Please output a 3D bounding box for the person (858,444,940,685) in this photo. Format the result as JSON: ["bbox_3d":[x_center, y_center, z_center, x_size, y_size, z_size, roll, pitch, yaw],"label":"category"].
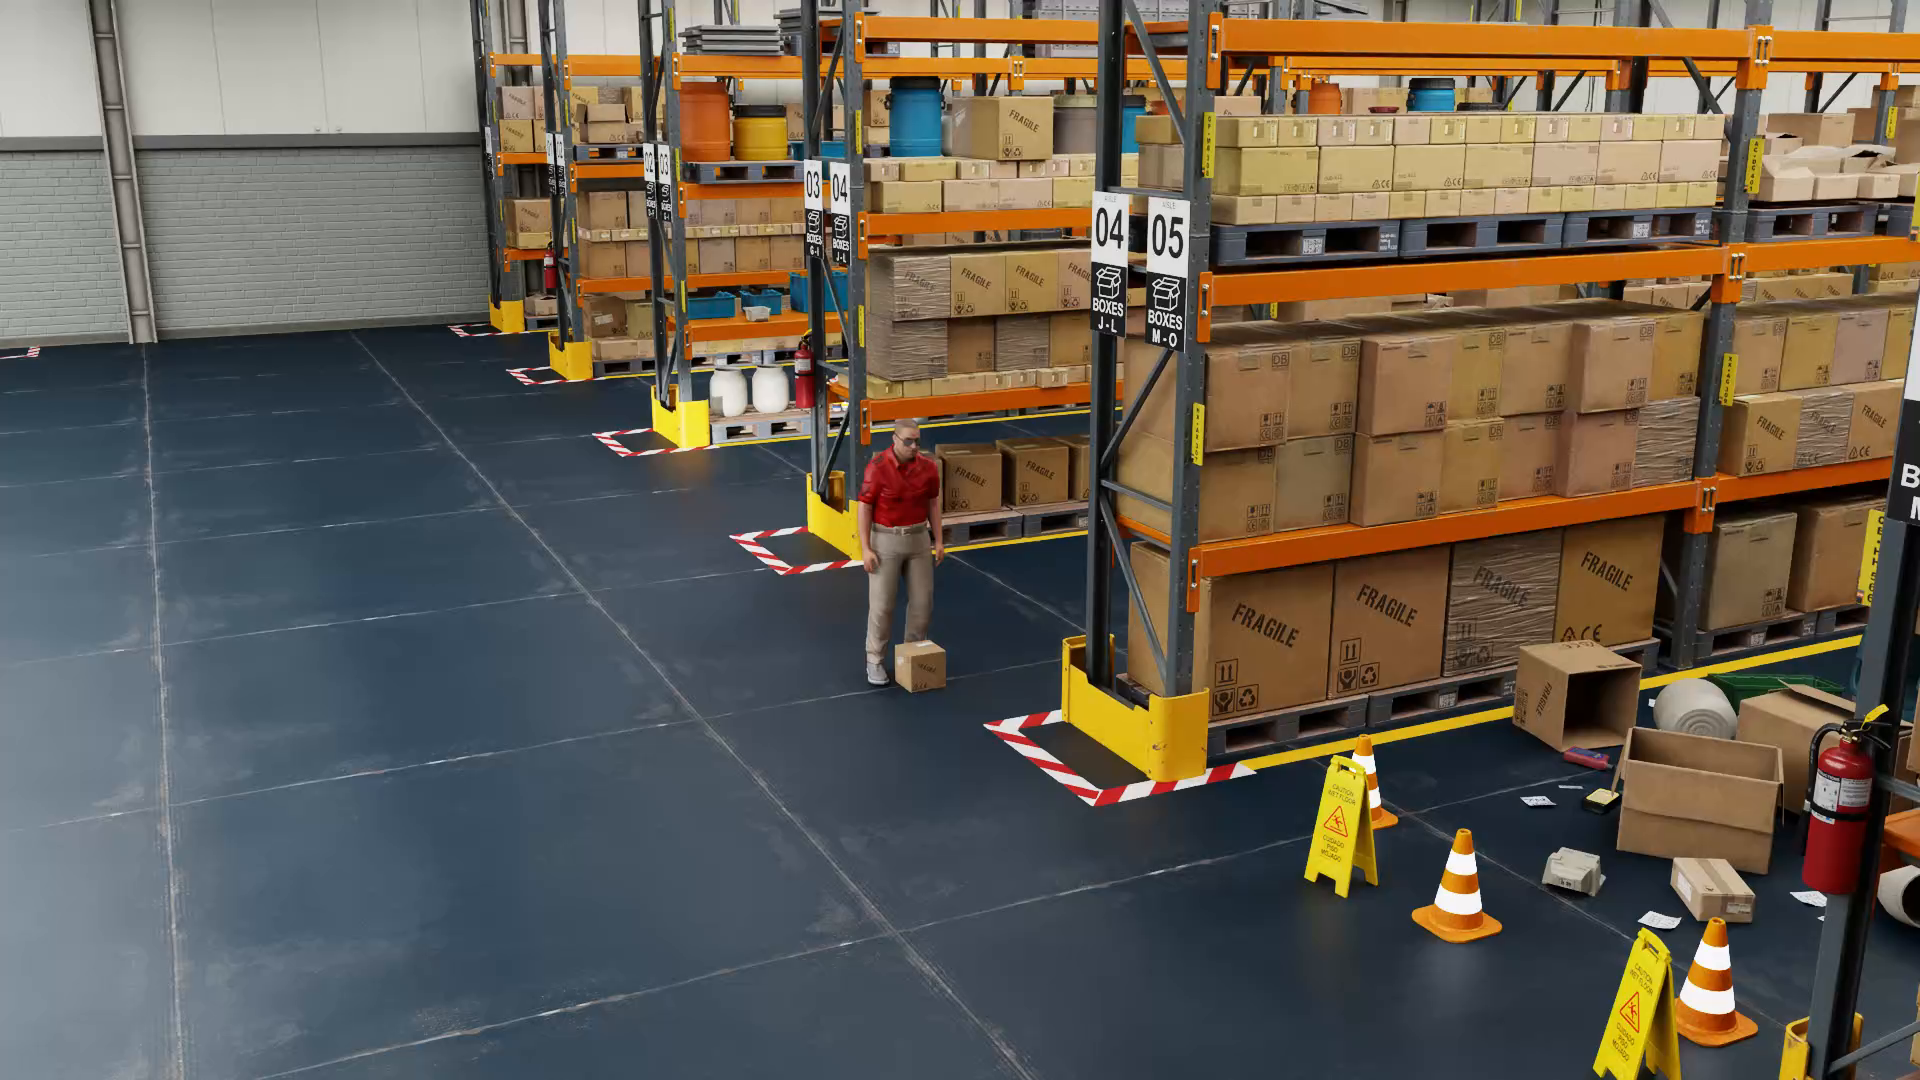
[{"bbox_3d":[-0.380,0.134,10.883,0.568,1.552,0.393,-7,17,-25],"label":"person"}]
